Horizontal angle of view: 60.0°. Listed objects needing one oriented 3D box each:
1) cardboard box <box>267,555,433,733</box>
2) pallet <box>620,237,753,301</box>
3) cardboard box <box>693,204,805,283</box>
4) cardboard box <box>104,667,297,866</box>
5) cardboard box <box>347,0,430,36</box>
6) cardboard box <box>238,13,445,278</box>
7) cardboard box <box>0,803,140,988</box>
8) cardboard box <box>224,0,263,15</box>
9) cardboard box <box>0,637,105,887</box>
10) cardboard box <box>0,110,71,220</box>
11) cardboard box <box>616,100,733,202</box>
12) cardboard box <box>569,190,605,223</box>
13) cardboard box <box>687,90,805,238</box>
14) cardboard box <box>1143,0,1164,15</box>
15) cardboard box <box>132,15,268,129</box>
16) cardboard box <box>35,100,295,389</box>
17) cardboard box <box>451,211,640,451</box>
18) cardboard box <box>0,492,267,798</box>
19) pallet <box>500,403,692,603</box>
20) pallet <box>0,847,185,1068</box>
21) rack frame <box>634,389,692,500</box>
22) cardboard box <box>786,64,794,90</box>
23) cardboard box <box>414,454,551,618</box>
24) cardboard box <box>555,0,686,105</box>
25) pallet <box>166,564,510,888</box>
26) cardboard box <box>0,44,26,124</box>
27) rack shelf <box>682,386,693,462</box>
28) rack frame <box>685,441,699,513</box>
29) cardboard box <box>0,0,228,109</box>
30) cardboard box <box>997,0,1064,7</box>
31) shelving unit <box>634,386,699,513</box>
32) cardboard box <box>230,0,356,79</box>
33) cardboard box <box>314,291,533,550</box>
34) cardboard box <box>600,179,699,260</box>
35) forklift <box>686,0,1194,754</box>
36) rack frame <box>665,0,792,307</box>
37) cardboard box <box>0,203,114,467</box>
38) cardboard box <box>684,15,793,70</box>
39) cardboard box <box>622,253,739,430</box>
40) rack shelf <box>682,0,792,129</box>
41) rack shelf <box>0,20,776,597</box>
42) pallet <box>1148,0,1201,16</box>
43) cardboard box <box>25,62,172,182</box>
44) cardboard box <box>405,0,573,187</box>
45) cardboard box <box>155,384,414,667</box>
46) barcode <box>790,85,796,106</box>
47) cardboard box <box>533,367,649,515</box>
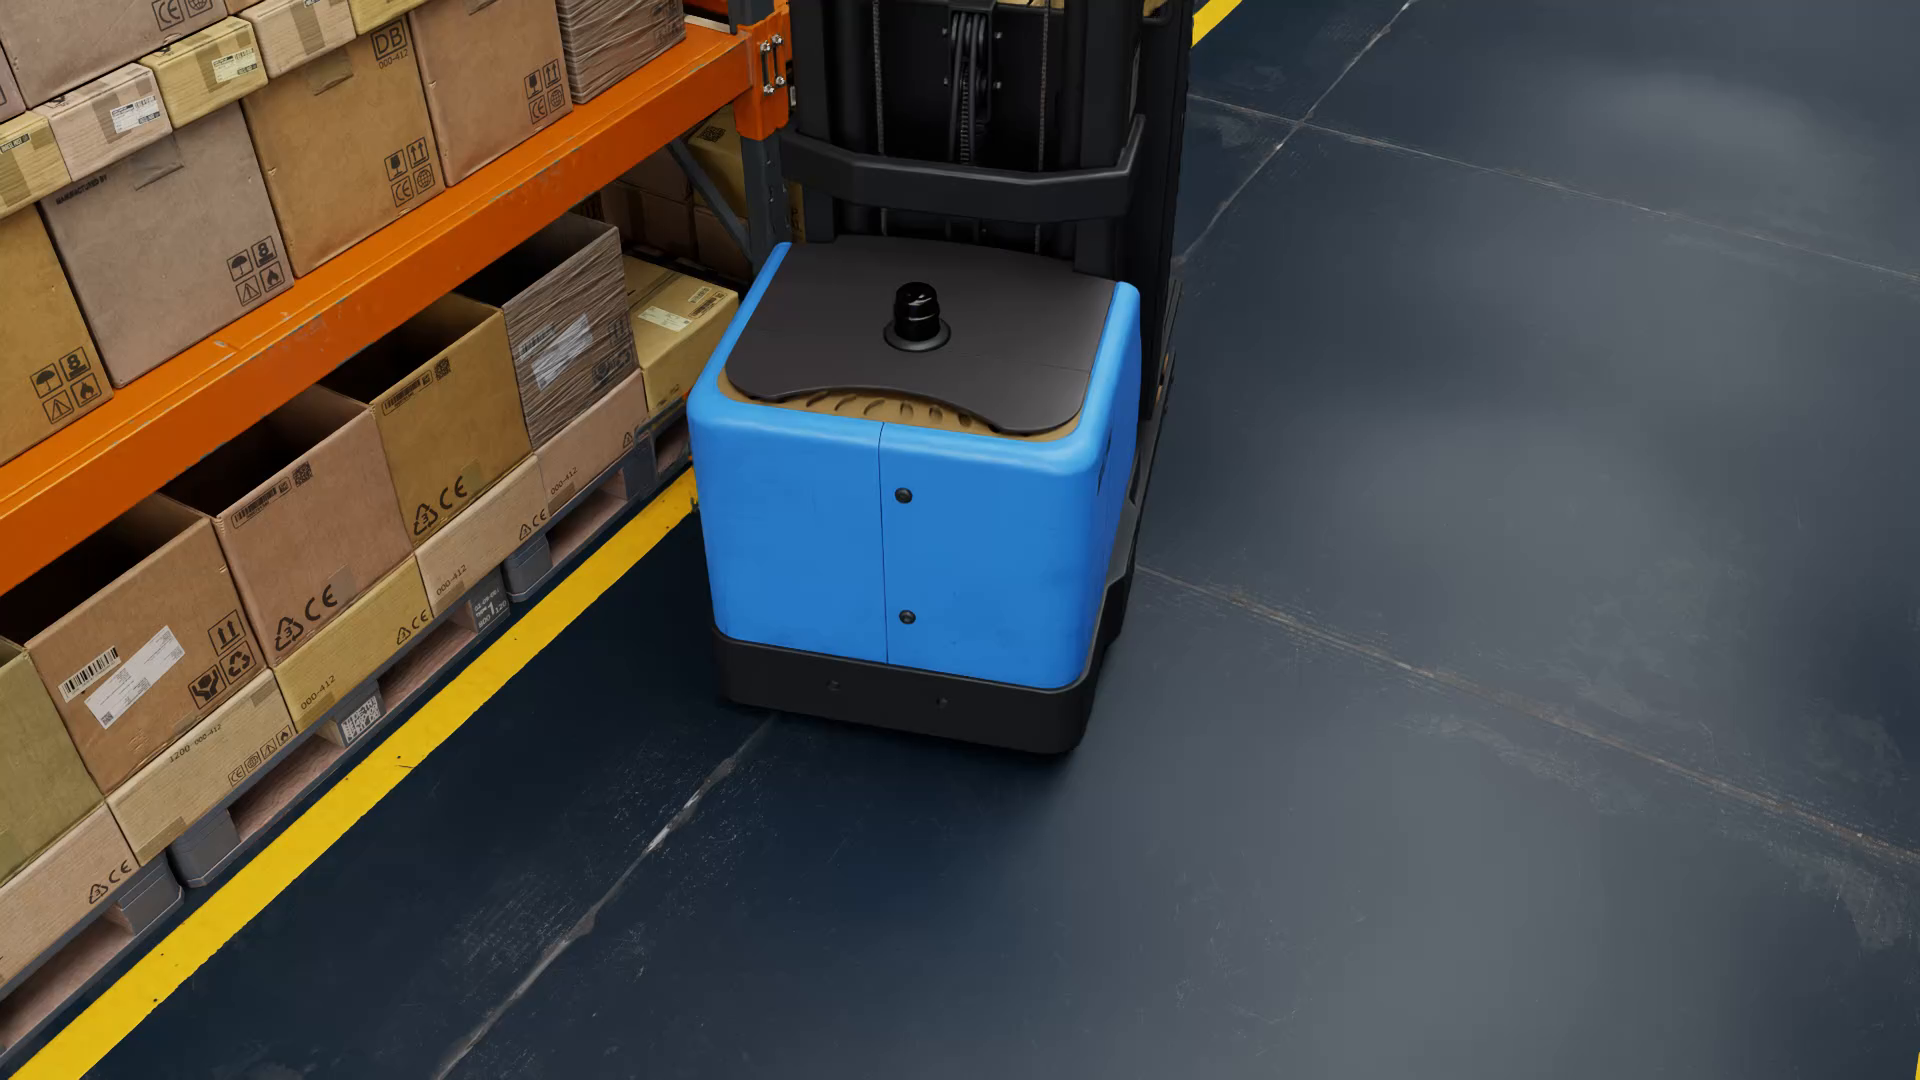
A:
[{"bbox_3d":[-1.816,0.194,4.523,0.500,0.250,0.500,21,45,22],"label":"cardboard box"},{"bbox_3d":[-0.693,-1.267,6.528,1.003,0.211,1.213,21,45,22],"label":"pallet"},{"bbox_3d":[-0.611,-1.153,6.052,0.500,0.250,0.500,20,45,21],"label":"cardboard box"},{"bbox_3d":[-2.071,0.478,4.200,0.500,0.250,0.500,21,45,22],"label":"cardboard box"},{"bbox_3d":[-1.489,-1.351,3.948,0.380,0.149,0.250,21,45,22],"label":"cardboard box"},{"bbox_3d":[-1.757,-1.070,4.120,0.700,0.500,0.500,22,46,23],"label":"cardboard box"},{"bbox_3d":[-2.321,0.764,3.876,0.500,0.250,0.500,21,45,22],"label":"cardboard box"},{"bbox_3d":[-1.747,-1.571,3.707,0.700,0.500,0.500,21,45,22],"label":"cardboard box"},{"bbox_3d":[-2.320,0.483,3.627,0.500,0.500,0.500,21,45,22],"label":"cardboard box"},{"bbox_3d":[-2.004,-0.762,3.279,0.380,0.149,0.250,20,45,22],"label":"cardboard box"},{"bbox_3d":[-1.073,-1.541,6.069,0.500,0.311,0.500,21,45,22],"label":"cardboard box"},{"bbox_3d":[-1.531,-1.124,5.452,0.500,0.500,0.500,21,45,22],"label":"cardboard box"},{"bbox_3d":[-0.605,-1.369,5.873,0.500,0.311,0.500,21,46,22],"label":"cardboard box"},{"bbox_3d":[0.667,-2.615,7.713,0.500,0.250,0.500,20,45,22],"label":"cardboard box"},{"bbox_3d":[-1.745,-1.054,3.611,0.380,0.149,0.250,22,46,23],"label":"cardboard box"},{"bbox_3d":[-2.012,-0.777,3.787,0.700,0.500,0.500,22,46,23],"label":"cardboard box"},{"bbox_3d":[-1.331,-0.666,4.932,0.500,0.500,0.500,21,45,22],"label":"cardboard box"},{"bbox_3d":[-2.080,0.193,3.957,0.500,0.500,0.500,21,45,22],"label":"cardboard box"},{"bbox_3d":[-1.462,-0.391,5.534,1.003,0.211,1.213,21,45,22],"label":"pallet"},{"bbox_3d":[-2.683,1.005,3.949,1.003,0.211,1.213,21,45,22],"label":"pallet"},{"bbox_3d":[-0.741,-0.521,5.577,0.006,0.240,1.200,14,35,20],"label":"rack frame"},{"bbox_3d":[-0.350,-1.653,6.196,0.500,0.311,0.500,20,45,22],"label":"cardboard box"},{"bbox_3d":[-1.566,-0.093,4.848,0.500,0.250,0.500,21,45,22],"label":"cardboard box"},{"bbox_3d":[-1.244,-1.660,4.790,0.700,0.500,0.500,20,45,21],"label":"cardboard box"},{"bbox_3d":[-2.071,0.310,4.738,1.003,0.211,1.213,21,45,22],"label":"pallet"},{"bbox_3d":[-2.248,-0.999,3.057,0.700,0.500,0.500,21,46,22],"label":"cardboard box"},{"bbox_3d":[-0.775,-0.360,5.327,0.180,0.258,0.103,14,35,20],"label":"rack shelf"},{"bbox_3d":[-0.574,-0.480,5.513,0.006,0.240,1.200,14,35,20],"label":"rack frame"},{"bbox_3d":[-1.997,-1.285,3.383,0.700,0.500,0.500,21,46,22],"label":"cardboard box"},{"bbox_3d":[0.163,-2.249,6.872,0.500,0.311,0.500,22,46,23],"label":"cardboard box"},{"bbox_3d":[-0.657,-0.500,5.545,0.189,0.258,1.200,14,35,20],"label":"shelving unit"},{"bbox_3d":[-1.615,-1.207,3.784,0.380,0.149,0.250,22,46,23],"label":"cardboard box"},{"bbox_3d":[-1.577,-0.378,4.605,0.500,0.500,0.500,21,45,22],"label":"cardboard box"},{"bbox_3d":[-1.071,-1.337,6.262,0.500,0.250,0.500,20,45,22],"label":"cardboard box"},{"bbox_3d":[0.135,-1.507,4.744,1.130,2.935,3.031,8,42,9],"label":"forklift"},{"bbox_3d":[-1.027,-1.879,5.113,1.000,3.000,0.127,21,45,22],"label":"rack frame"},{"bbox_3d":[-2.272,-0.474,3.443,0.700,0.500,0.500,21,46,22],"label":"cardboard box"},{"bbox_3d":[-0.818,-1.841,6.409,0.500,0.311,0.500,22,46,23],"label":"cardboard box"},{"bbox_3d":[-1.070,-0.667,5.500,0.500,0.250,0.500,21,45,22],"label":"cardboard box"},{"bbox_3d":[-0.027,-2.753,6.651,1.077,0.370,4.000,21,45,22],"label":"rack shelf"},{"bbox_3d":[-2.028,-0.464,4.052,1.077,0.370,4.000,21,45,22],"label":"rack shelf"},{"bbox_3d":[0.528,-2.663,8.114,1.003,0.211,1.213,21,45,22],"label":"pallet"},{"bbox_3d":[-1.876,-0.903,3.440,0.380,0.149,0.250,21,46,22],"label":"cardboard box"},{"bbox_3d":[-1.502,-1.356,4.445,0.700,0.500,0.500,20,45,22],"label":"cardboard box"},{"bbox_3d":[-1.815,-0.088,4.275,0.500,0.500,0.500,21,45,22],"label":"cardboard box"},{"bbox_3d":[-0.539,-1.474,5.486,0.001,0.075,0.075,21,45,22],"label":"barcode"},{"bbox_3d":[-1.329,-0.384,5.179,0.500,0.250,0.500,21,45,22],"label":"cardboard box"}]
